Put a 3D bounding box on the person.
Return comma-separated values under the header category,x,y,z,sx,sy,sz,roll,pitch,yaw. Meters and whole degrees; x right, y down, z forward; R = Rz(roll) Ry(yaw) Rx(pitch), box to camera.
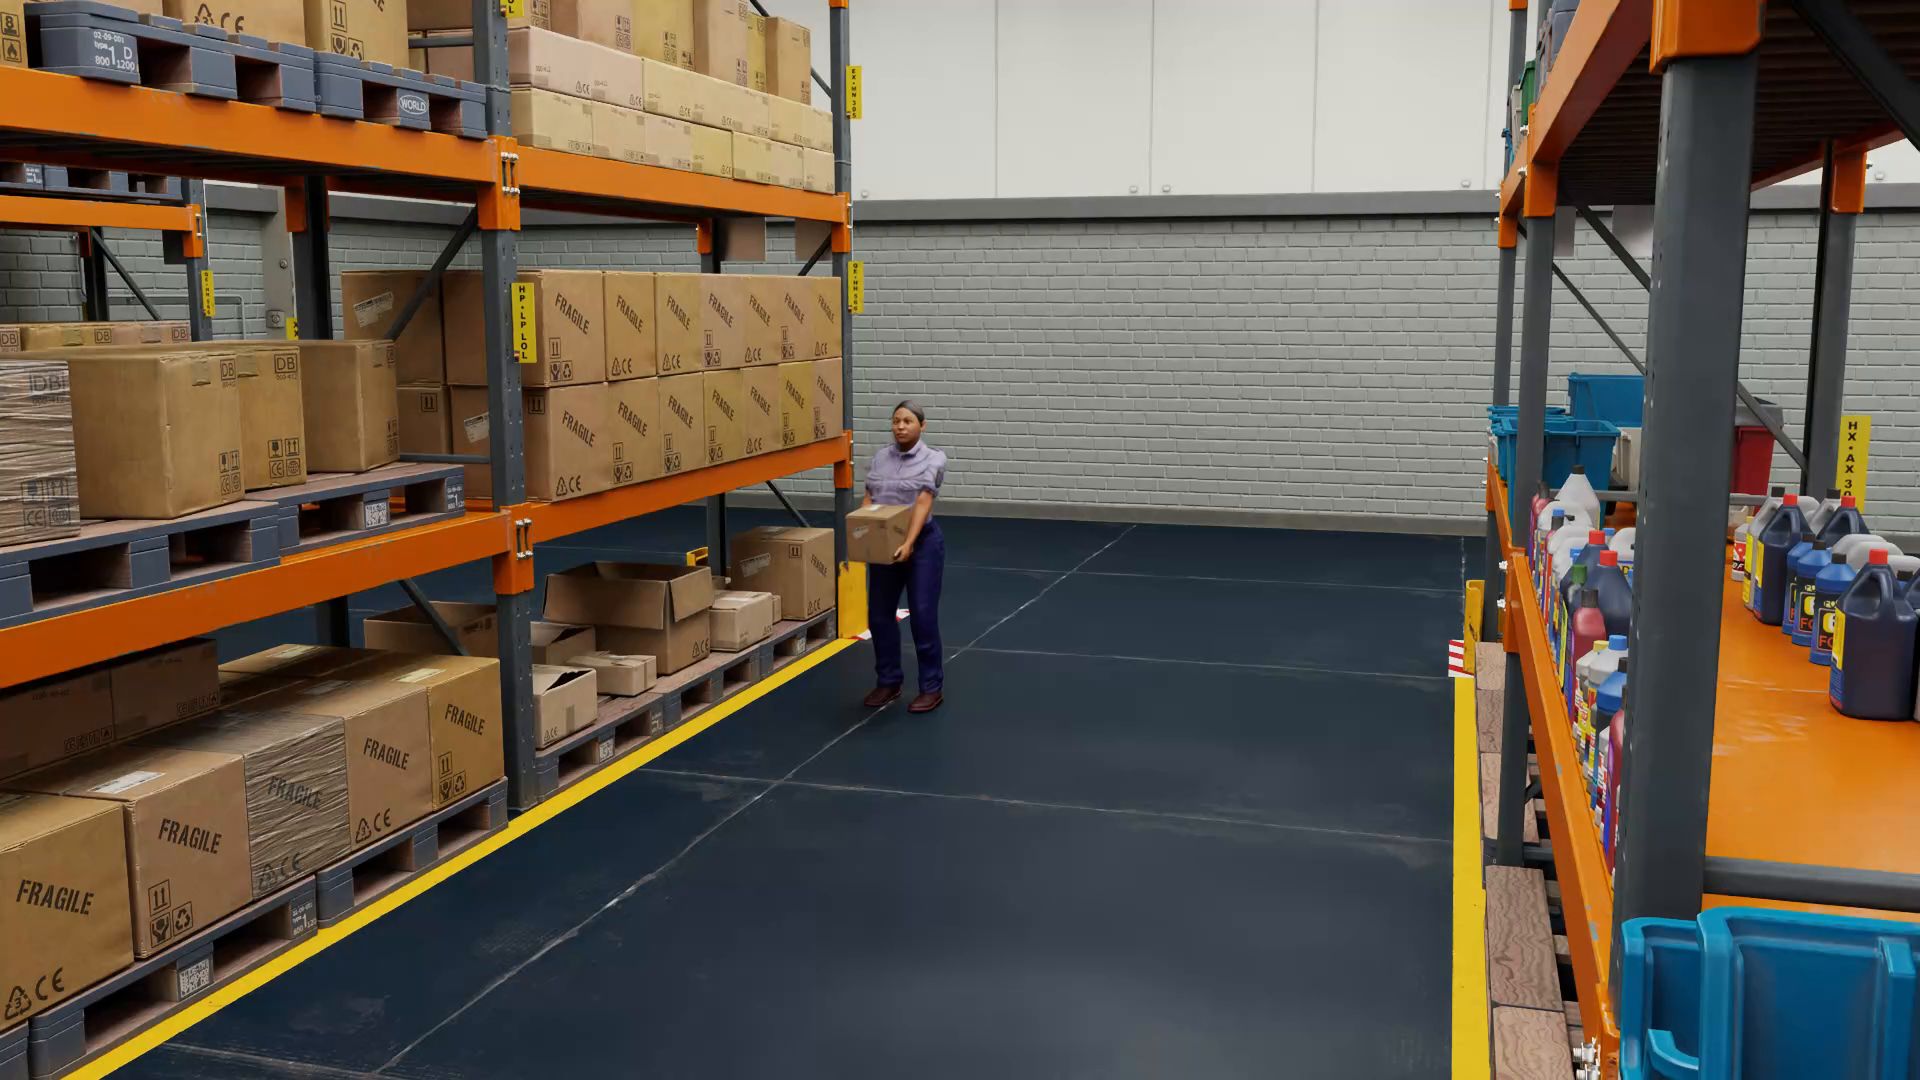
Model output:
category,x,y,z,sx,sy,sz,roll,pitch,yaw
person,-0.322,0.095,8.829,0.435,1.634,0.529,4,10,28
